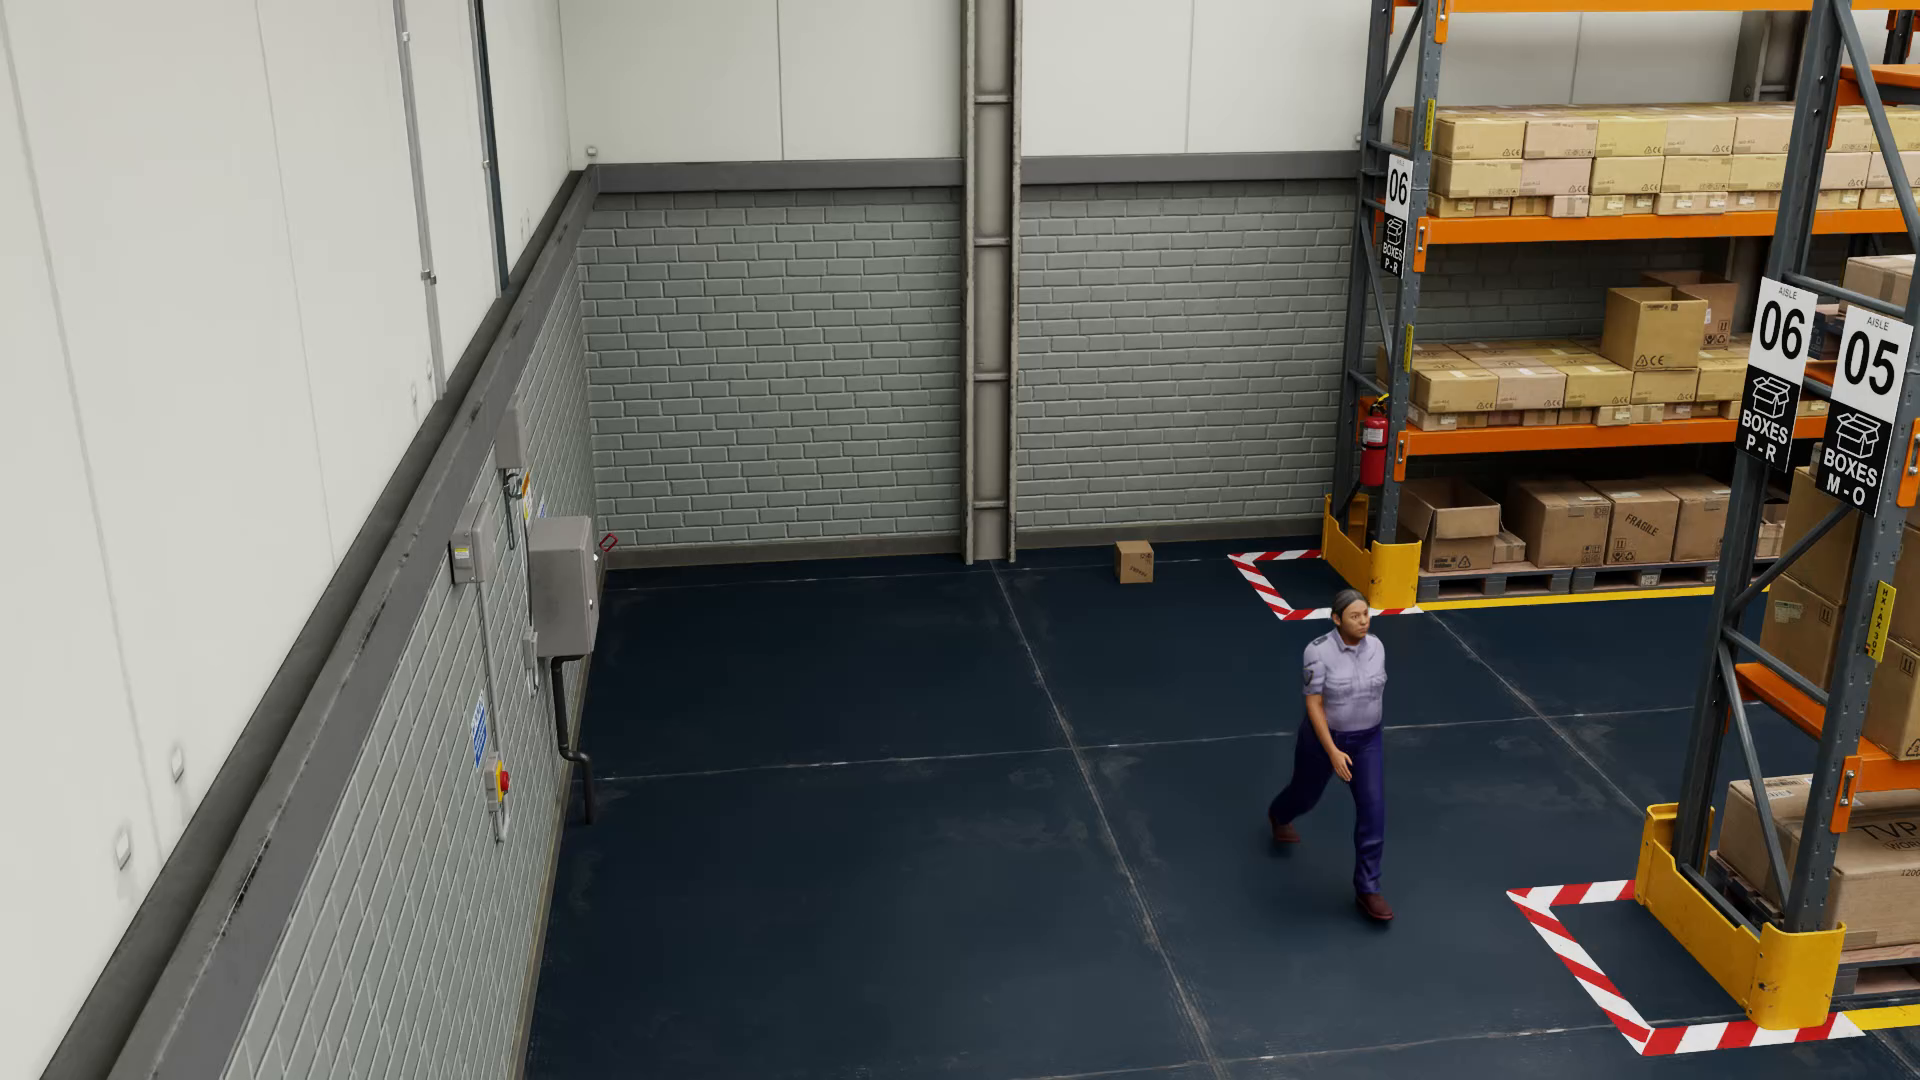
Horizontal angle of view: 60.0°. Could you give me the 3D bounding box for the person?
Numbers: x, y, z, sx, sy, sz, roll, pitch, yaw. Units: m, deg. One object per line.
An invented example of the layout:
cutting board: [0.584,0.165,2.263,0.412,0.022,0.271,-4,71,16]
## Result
person: [1.914,1.001,8.374,0.464,1.591,1.013,-4,20,-10]
